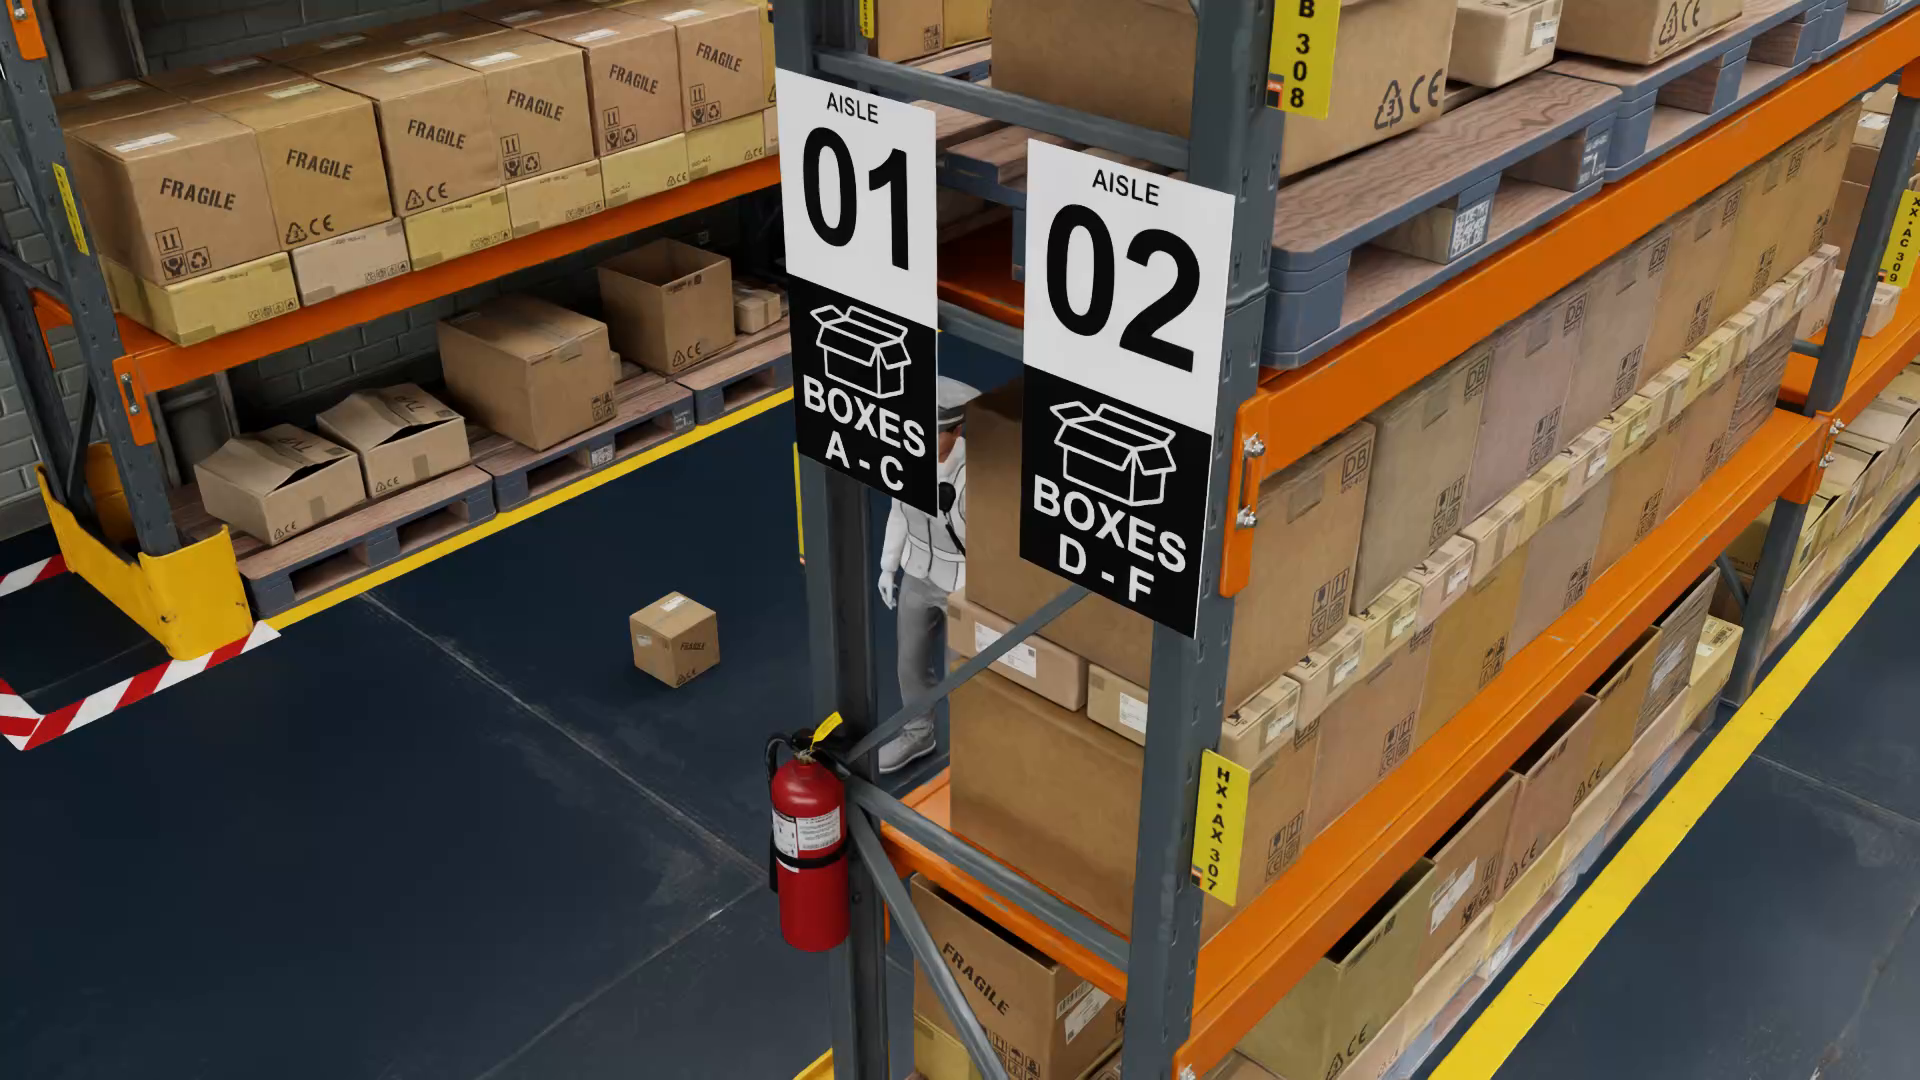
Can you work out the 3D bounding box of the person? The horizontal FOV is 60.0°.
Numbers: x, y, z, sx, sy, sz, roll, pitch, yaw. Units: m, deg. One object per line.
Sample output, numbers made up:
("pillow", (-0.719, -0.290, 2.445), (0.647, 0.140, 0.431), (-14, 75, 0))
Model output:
("person", (-0.053, 0.176, 5.840), (0.548, 1.667, 0.369), (23, 38, 32))
